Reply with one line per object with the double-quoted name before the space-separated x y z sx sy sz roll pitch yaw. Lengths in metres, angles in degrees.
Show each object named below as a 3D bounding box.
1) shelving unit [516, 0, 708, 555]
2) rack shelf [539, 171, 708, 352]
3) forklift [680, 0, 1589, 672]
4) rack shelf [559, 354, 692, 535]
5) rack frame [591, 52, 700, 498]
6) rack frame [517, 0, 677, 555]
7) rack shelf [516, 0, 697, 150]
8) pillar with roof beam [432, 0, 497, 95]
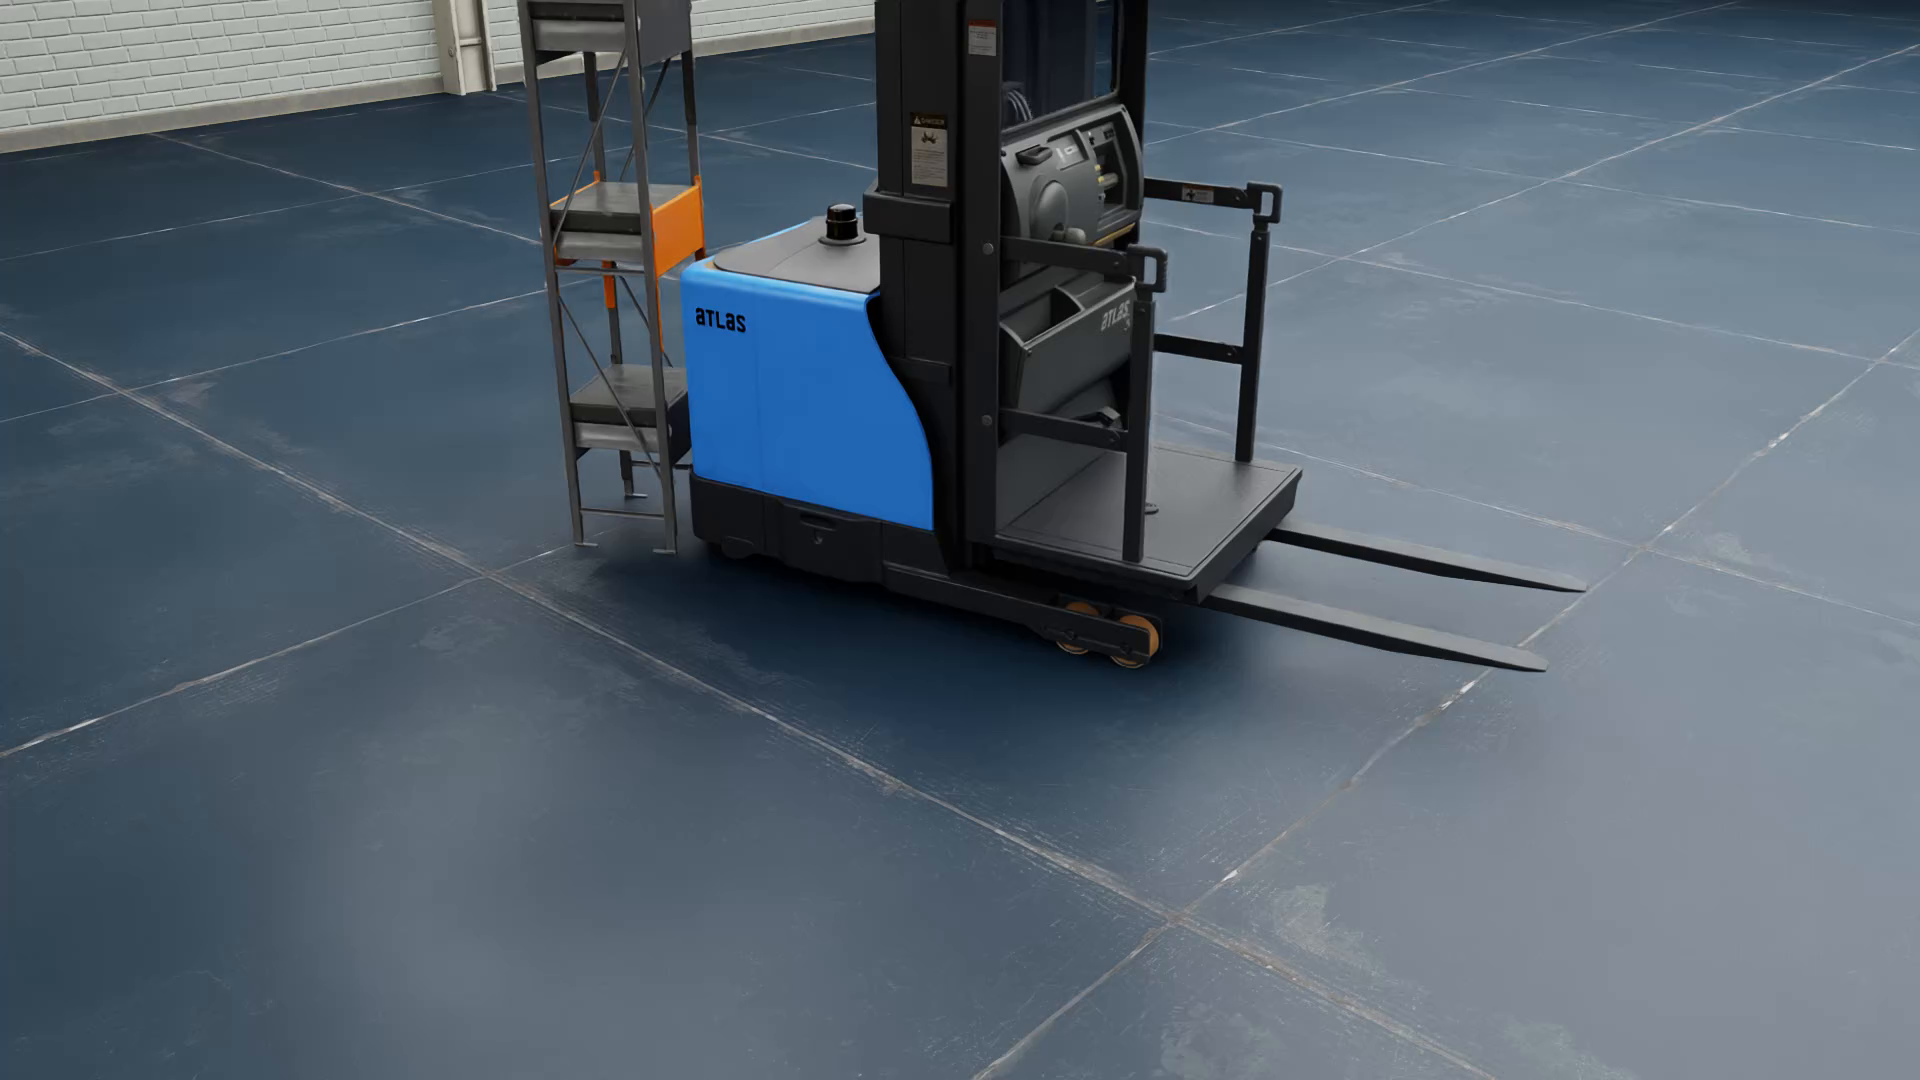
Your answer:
"shelving unit" -1.191 -1.019 5.956 0.431 2.100 0.503 5 25 11
"rack shelf" -1.191 -1.007 5.962 0.431 0.518 0.480 5 25 11
"forklift" 0.553 -1.174 5.287 3.031 2.935 1.130 13 27 27
"rack shelf" -1.190 -0.368 6.248 0.431 0.518 0.480 5 25 11
"rack frame" -1.140 -1.117 6.174 0.400 2.100 0.015 5 25 11
"rack frame" -1.241 -0.922 5.738 0.400 2.100 0.015 5 25 11
"rack shelf" -1.192 -1.646 5.675 0.431 0.518 0.480 5 25 11
"pillar with roof beam" -1.425 -7.175 11.254 9.100 9.000 0.400 20 31 38
